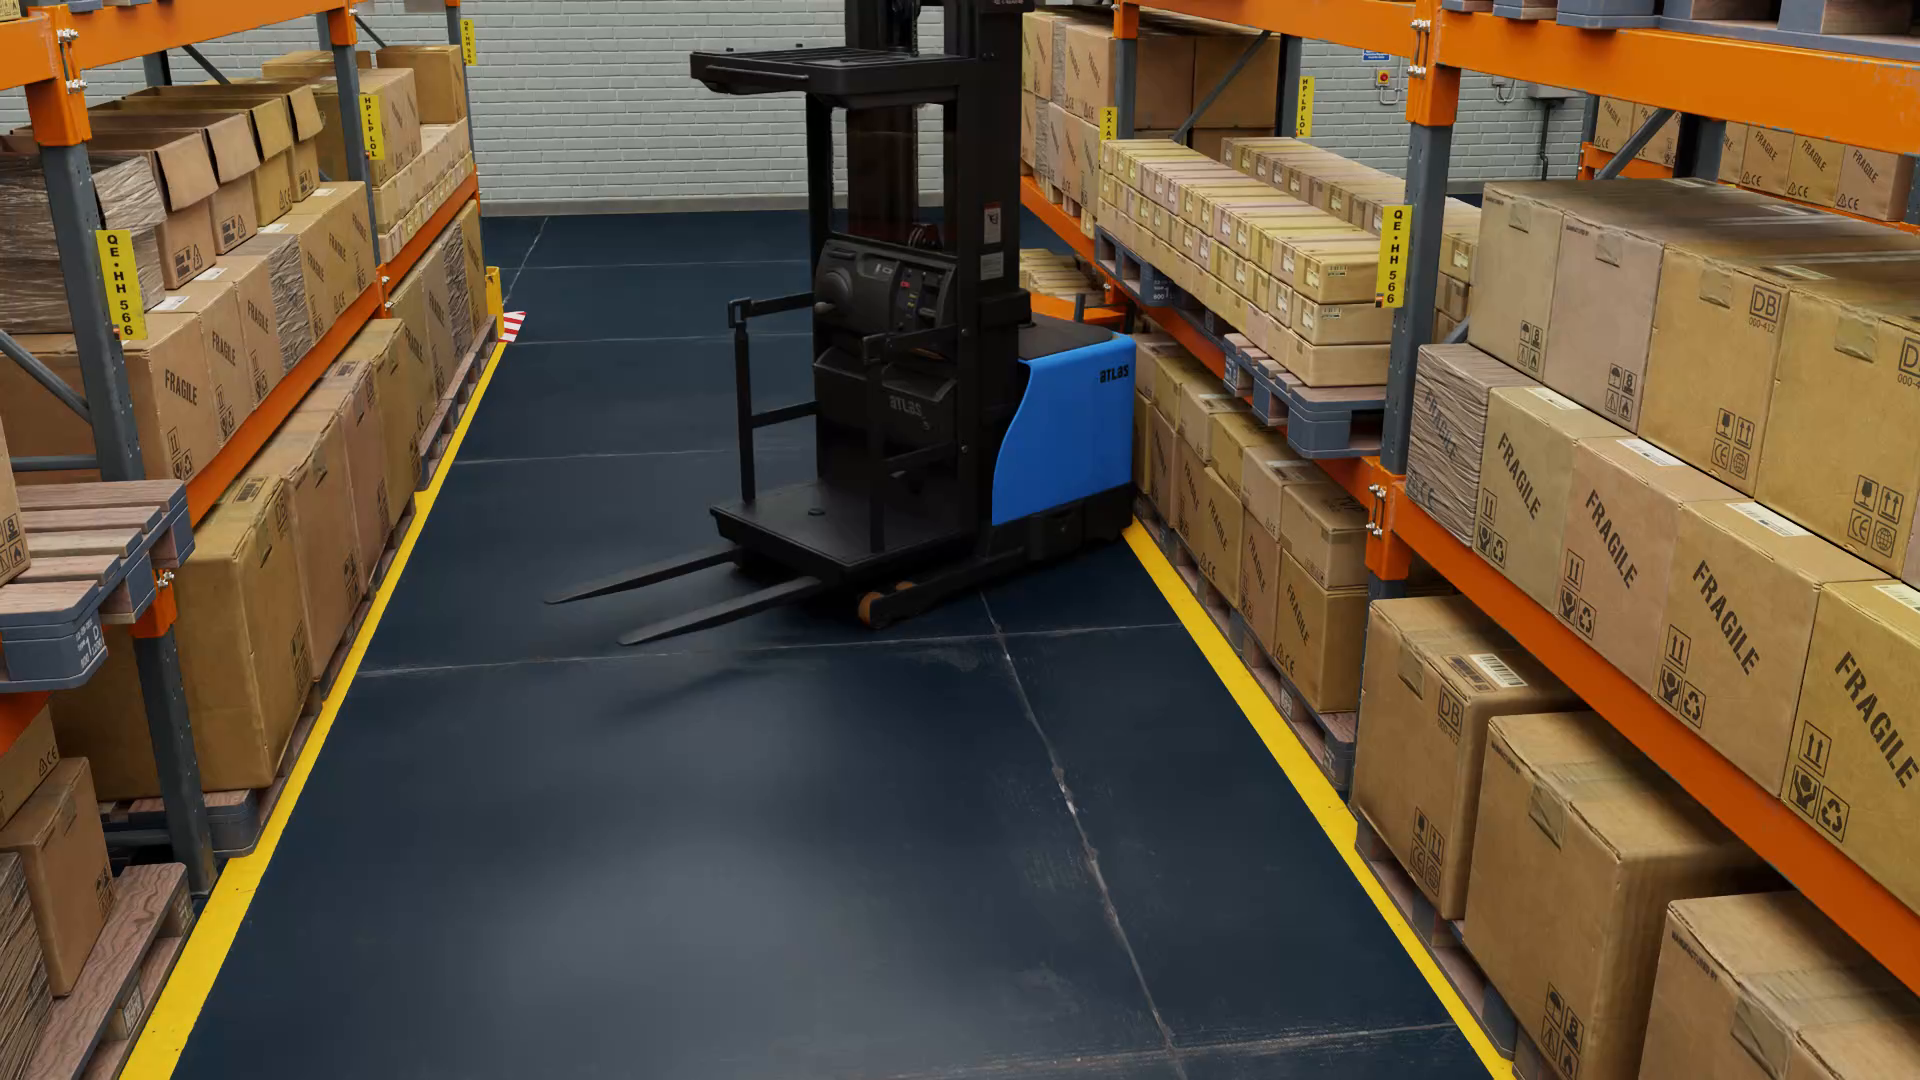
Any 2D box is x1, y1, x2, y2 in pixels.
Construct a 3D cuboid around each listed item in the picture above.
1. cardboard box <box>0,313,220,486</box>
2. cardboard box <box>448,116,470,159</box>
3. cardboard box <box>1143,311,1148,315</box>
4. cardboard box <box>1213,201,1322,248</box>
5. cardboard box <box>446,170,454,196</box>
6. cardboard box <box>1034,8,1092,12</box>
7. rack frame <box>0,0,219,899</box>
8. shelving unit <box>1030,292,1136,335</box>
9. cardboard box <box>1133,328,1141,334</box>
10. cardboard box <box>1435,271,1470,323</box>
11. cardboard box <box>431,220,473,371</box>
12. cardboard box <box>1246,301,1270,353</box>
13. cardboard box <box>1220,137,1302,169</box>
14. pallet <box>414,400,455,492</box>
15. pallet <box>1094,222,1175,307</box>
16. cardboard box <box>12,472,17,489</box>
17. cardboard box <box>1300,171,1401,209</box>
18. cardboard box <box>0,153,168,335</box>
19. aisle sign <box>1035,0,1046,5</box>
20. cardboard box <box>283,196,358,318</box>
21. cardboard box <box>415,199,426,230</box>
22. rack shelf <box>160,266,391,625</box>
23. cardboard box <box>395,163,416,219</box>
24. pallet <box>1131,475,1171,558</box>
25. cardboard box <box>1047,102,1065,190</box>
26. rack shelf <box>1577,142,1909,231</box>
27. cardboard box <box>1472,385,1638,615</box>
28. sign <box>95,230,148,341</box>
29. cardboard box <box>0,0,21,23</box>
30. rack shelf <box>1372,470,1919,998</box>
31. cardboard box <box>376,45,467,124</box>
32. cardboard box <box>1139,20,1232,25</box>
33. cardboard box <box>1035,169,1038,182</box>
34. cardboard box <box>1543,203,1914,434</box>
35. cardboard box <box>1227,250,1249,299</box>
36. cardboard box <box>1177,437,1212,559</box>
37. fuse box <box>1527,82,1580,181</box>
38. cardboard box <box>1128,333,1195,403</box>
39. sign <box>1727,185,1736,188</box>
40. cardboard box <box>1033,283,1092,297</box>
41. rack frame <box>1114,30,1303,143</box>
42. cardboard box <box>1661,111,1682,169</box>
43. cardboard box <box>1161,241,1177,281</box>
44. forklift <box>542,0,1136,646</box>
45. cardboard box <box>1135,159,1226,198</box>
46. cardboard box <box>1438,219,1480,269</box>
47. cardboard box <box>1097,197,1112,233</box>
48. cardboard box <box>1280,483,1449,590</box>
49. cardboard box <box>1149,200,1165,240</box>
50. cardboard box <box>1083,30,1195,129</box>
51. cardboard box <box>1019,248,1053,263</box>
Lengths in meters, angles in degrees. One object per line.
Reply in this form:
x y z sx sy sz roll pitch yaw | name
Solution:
-2.803 -0.441 5.466 0.500 0.500 0.500 -2 21 -6 | cardboard box
-3.823 -2.896 11.973 0.500 0.250 0.500 -3 21 -9 | cardboard box
1.417 -1.446 10.925 0.380 0.149 0.250 -2 21 -7 | cardboard box
1.253 -1.285 6.778 0.380 0.149 0.250 -3 21 -8 | cardboard box
-3.630 -2.404 11.224 0.380 0.149 0.250 -3 21 -9 | cardboard box
0.648 -3.508 11.825 0.500 0.500 0.500 -2 21 -6 | cardboard box
-3.003 -0.212 4.996 1.000 3.000 0.127 -3 21 -8 | rack frame
0.379 -0.944 9.451 1.048 1.125 0.538 20 23 39 | shelving unit
0.916 -1.234 10.357 0.380 0.149 0.250 -3 21 -8 | cardboard box
2.008 -0.917 6.217 0.380 0.149 0.250 -2 21 -5 | cardboard box
-3.853 -1.650 11.284 0.875 0.875 0.875 -3 21 -8 | cardboard box
1.323 -0.829 6.407 0.380 0.149 0.250 -3 21 -7 | cardboard box
1.595 -2.040 8.801 0.380 0.149 0.250 -2 21 -5 | cardboard box
-3.611 -0.558 9.907 1.003 0.211 1.213 -3 21 -8 | pallet
1.310 -1.450 8.585 1.003 0.211 1.213 -3 21 -8 | pallet
-2.885 -0.270 4.410 0.500 0.500 0.500 -6 21 -14 | cardboard box
1.782 -1.589 7.592 0.380 0.149 0.250 -4 21 -10 | cardboard box
-3.092 -0.982 5.483 0.797 0.503 0.637 -2 21 -6 | cardboard box
0.460 -4.425 12.560 0.394 0.787 0.004 -3 21 -8 | aisle sign
-3.177 -1.324 7.830 0.500 0.500 0.500 -2 21 -6 | cardboard box
-3.446 -1.960 10.035 0.380 0.149 0.250 -3 21 -9 | cardboard box
-3.291 -0.567 6.976 1.077 0.370 4.000 -3 21 -8 | rack shelf
-3.454 -2.014 9.611 0.500 0.250 0.500 -3 21 -8 | cardboard box
1.457 -0.236 9.046 1.003 0.211 1.213 -3 21 -8 | pallet
0.850 -2.503 10.564 0.500 0.500 0.500 -3 21 -8 | cardboard box
5.939 -2.452 12.022 1.077 0.370 4.000 -3 21 -8 | rack shelf
1.794 -0.129 4.631 0.500 0.500 0.500 -3 21 -8 | cardboard box
-2.467 -0.748 4.889 0.100 0.325 0.005 -3 21 -8 | sign
-2.691 -1.394 4.090 0.500 0.250 0.500 -3 21 -8 | cardboard box
2.209 0.603 3.844 1.077 0.370 4.000 -3 21 -8 | rack shelf
-3.825 -3.247 11.839 0.500 0.500 0.500 -3 21 -7 | cardboard box
1.388 -2.990 10.437 0.500 0.500 0.500 -3 21 -7 | cardboard box
0.741 -2.591 11.724 0.380 0.149 0.250 -3 21 -8 | cardboard box
2.049 -0.611 4.493 0.700 0.500 0.500 -3 21 -9 | cardboard box
1.282 -1.063 6.610 0.380 0.149 0.250 -3 21 -8 | cardboard box
1.354 -0.205 7.949 0.500 0.500 0.500 -3 21 -7 | cardboard box
6.915 -4.884 19.348 0.539 1.711 0.414 -3 21 -8 | fuse box
1.189 -0.920 8.792 0.500 0.250 0.500 -4 21 -10 | cardboard box
2.469 -0.998 5.447 0.100 0.325 0.005 -3 21 -8 | sign
0.716 -1.683 11.560 0.380 0.149 0.250 -3 21 -7 | cardboard box
1.344 -1.812 9.280 1.000 3.000 0.127 -3 21 -8 | rack frame
5.592 -2.997 12.310 0.500 0.500 0.500 -3 21 -8 | cardboard box
1.139 -1.279 7.613 0.380 0.149 0.250 -3 21 -9 | cardboard box
-0.515 -1.173 7.667 3.031 2.935 1.130 -18 27 -39 | forklift
1.059 -1.738 7.992 0.380 0.149 0.250 -3 21 -8 | cardboard box
1.973 -1.132 6.370 0.380 0.149 0.250 -3 21 -8 | cardboard box
0.945 -1.731 8.823 0.380 0.149 0.250 -4 21 -10 | cardboard box
1.562 -0.028 6.403 0.500 0.250 0.500 -3 21 -9 | cardboard box
1.101 -1.508 7.801 0.380 0.149 0.250 -2 21 -6 | cardboard box
1.008 -2.616 9.435 0.500 0.500 0.500 -4 21 -10 | cardboard box
0.506 -2.138 12.778 0.380 0.149 0.250 -4 21 -10 | cardboard box
